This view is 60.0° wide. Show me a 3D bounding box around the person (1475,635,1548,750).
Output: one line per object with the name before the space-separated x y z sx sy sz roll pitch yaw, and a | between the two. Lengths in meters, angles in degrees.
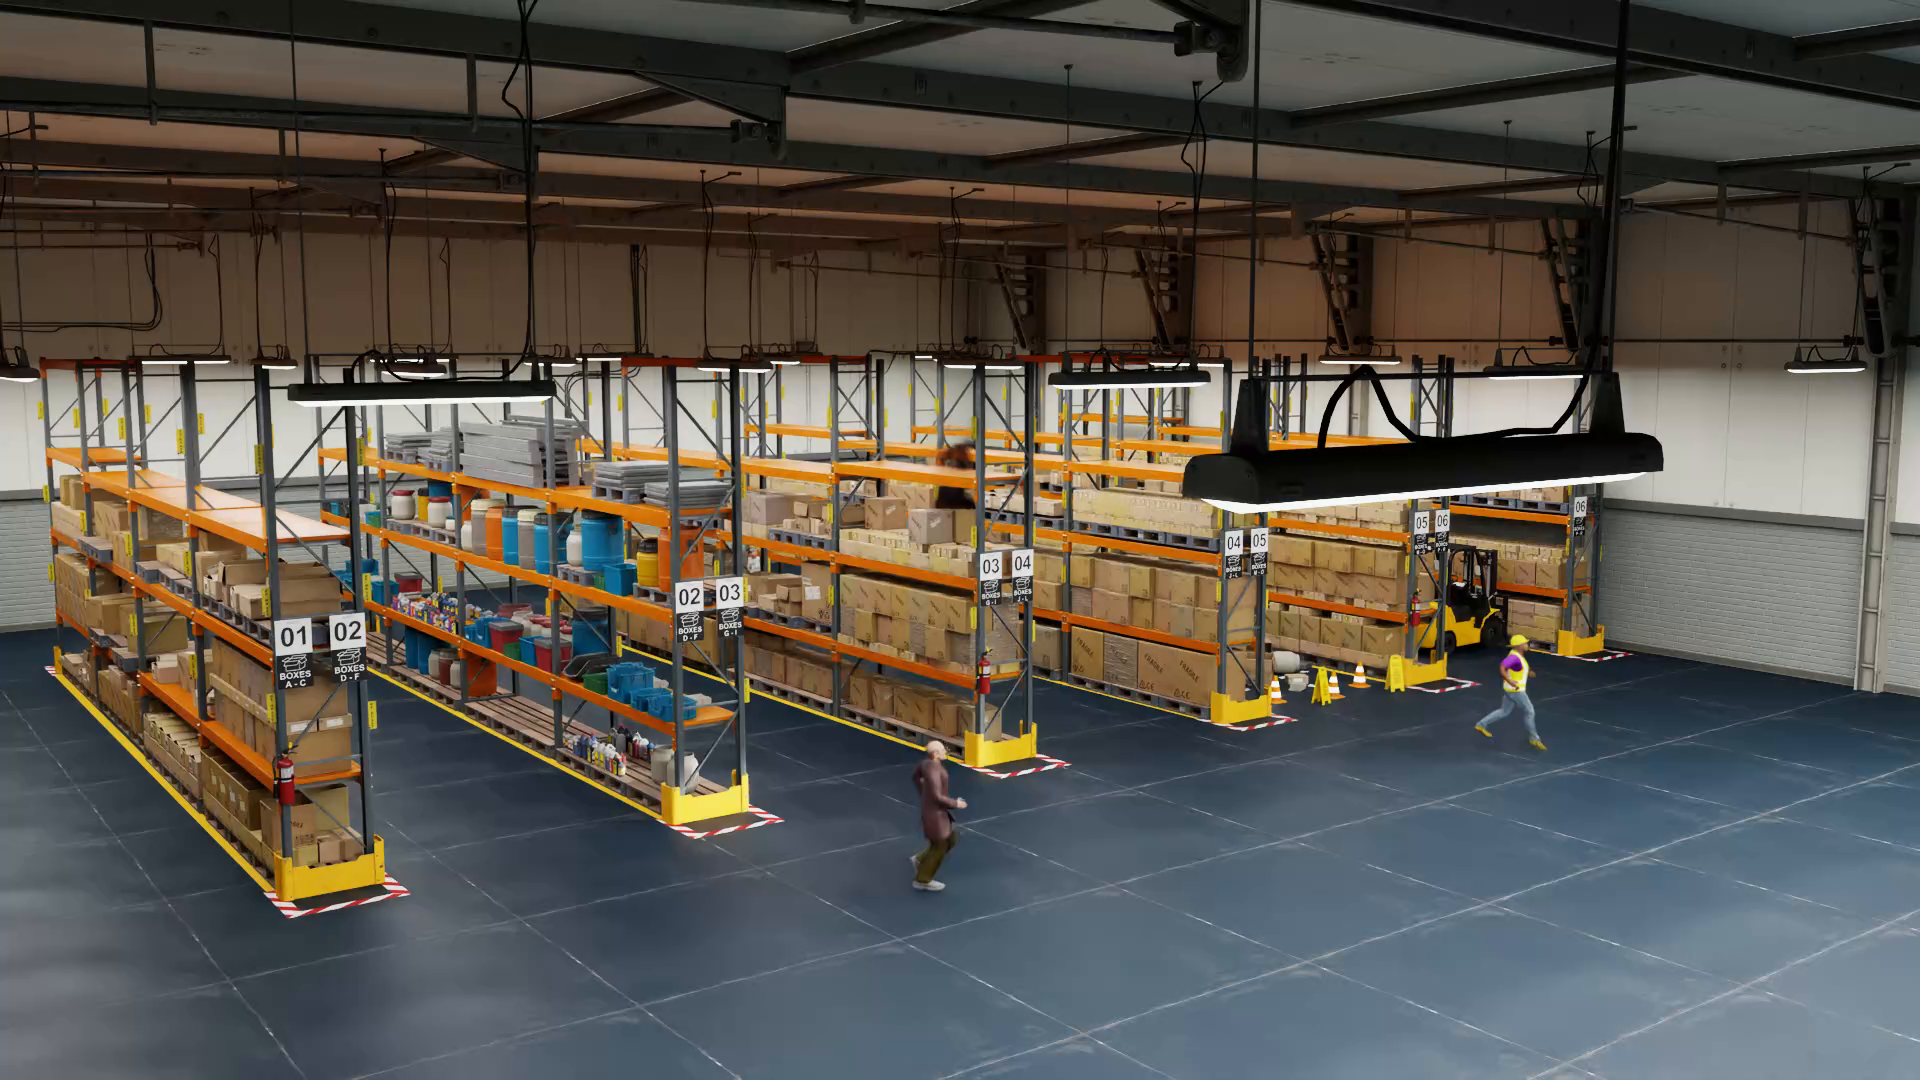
person | 8.610 2.358 25.921 1.091 1.799 0.661 1 7 7

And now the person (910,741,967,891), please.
person | -0.251 3.166 19.210 0.639 1.741 0.742 -1 7 -9

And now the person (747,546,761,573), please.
person | -4.679 0.963 37.765 0.626 1.722 0.860 -4 8 -33
